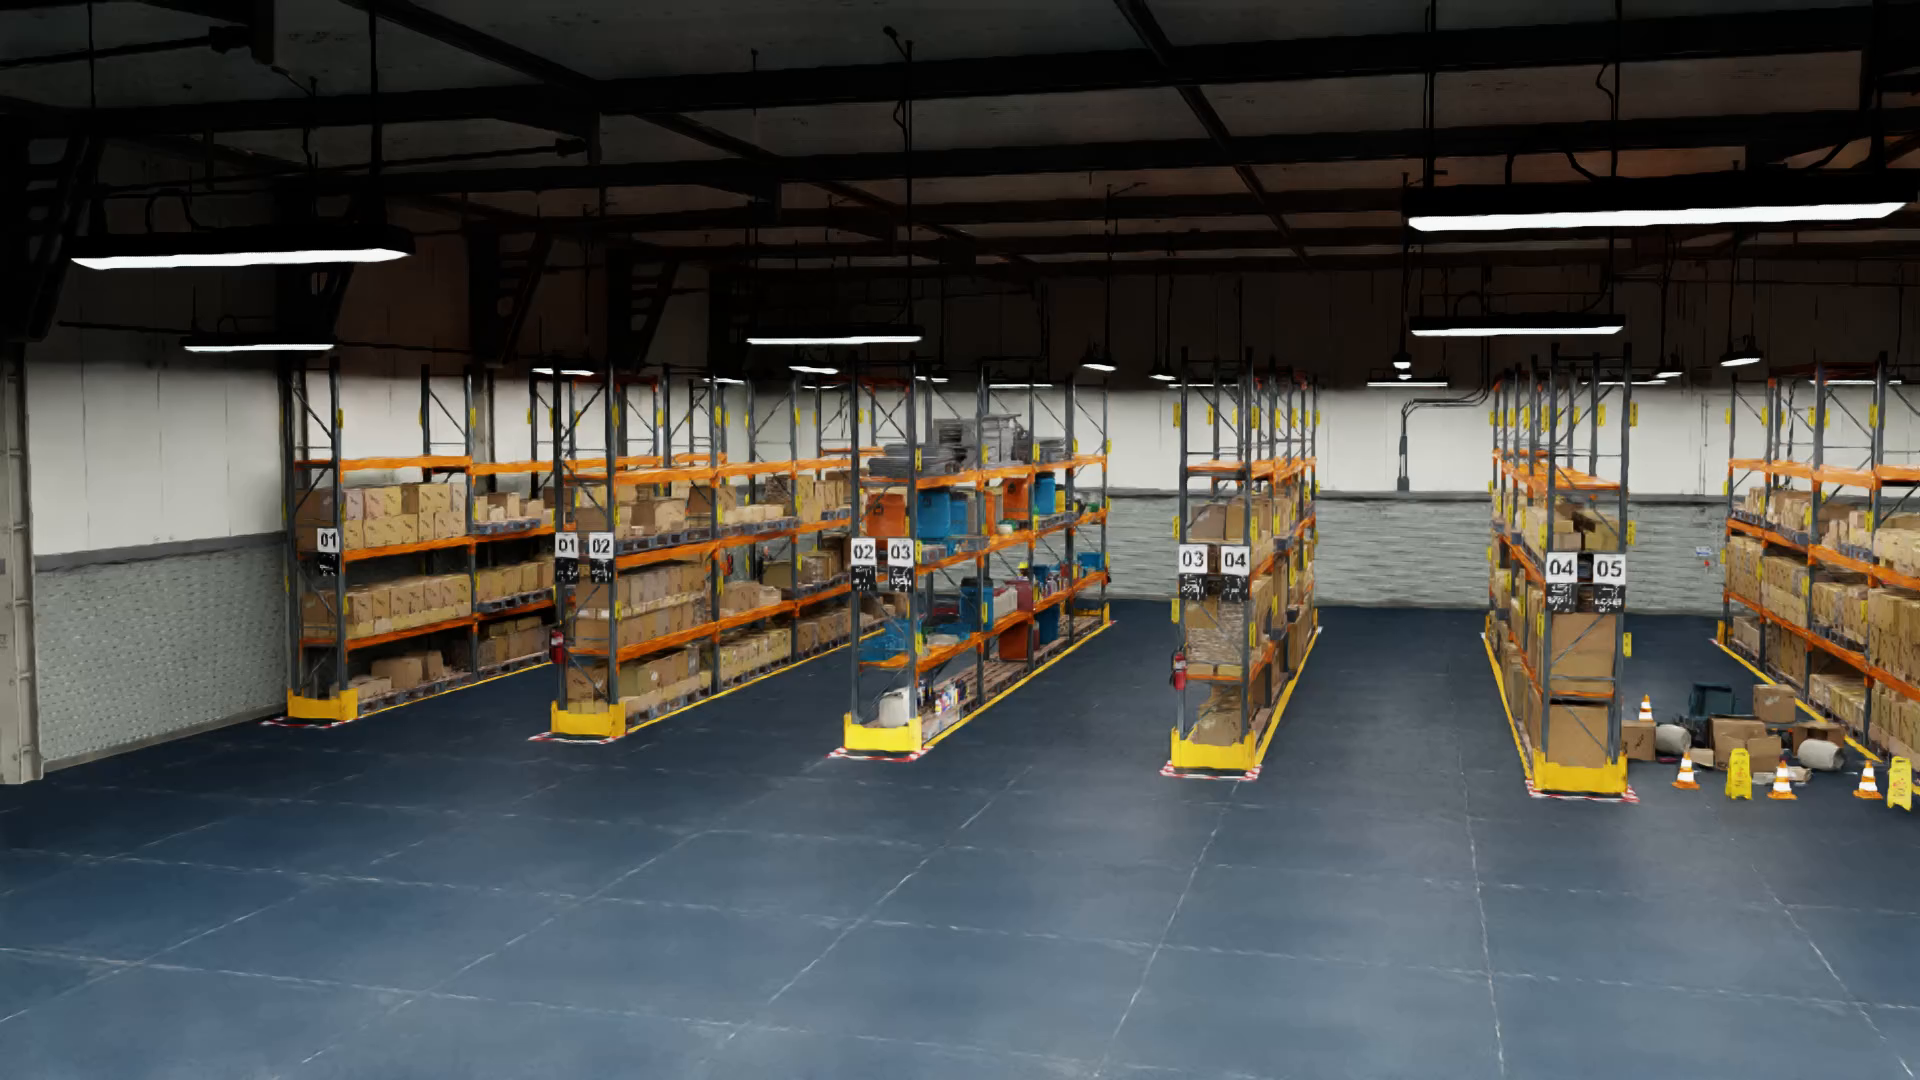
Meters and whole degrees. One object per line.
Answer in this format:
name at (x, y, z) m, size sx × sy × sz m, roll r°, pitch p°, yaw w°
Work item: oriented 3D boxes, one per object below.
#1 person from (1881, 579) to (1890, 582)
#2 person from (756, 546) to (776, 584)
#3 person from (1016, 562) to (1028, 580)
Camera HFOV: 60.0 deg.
person at (18.337, 1.668, 33.059) m, size 0.577 × 1.785 × 0.655 m, roll 4°, pitch 6°, yaw 43°
person at (-5.018, 0.993, 43.189) m, size 0.660 × 1.690 × 0.679 m, roll 0°, pitch 4°, yaw 5°
person at (1.479, 1.356, 38.019) m, size 0.620 × 1.724 × 0.960 m, roll 3°, pitch 5°, yaw 39°
